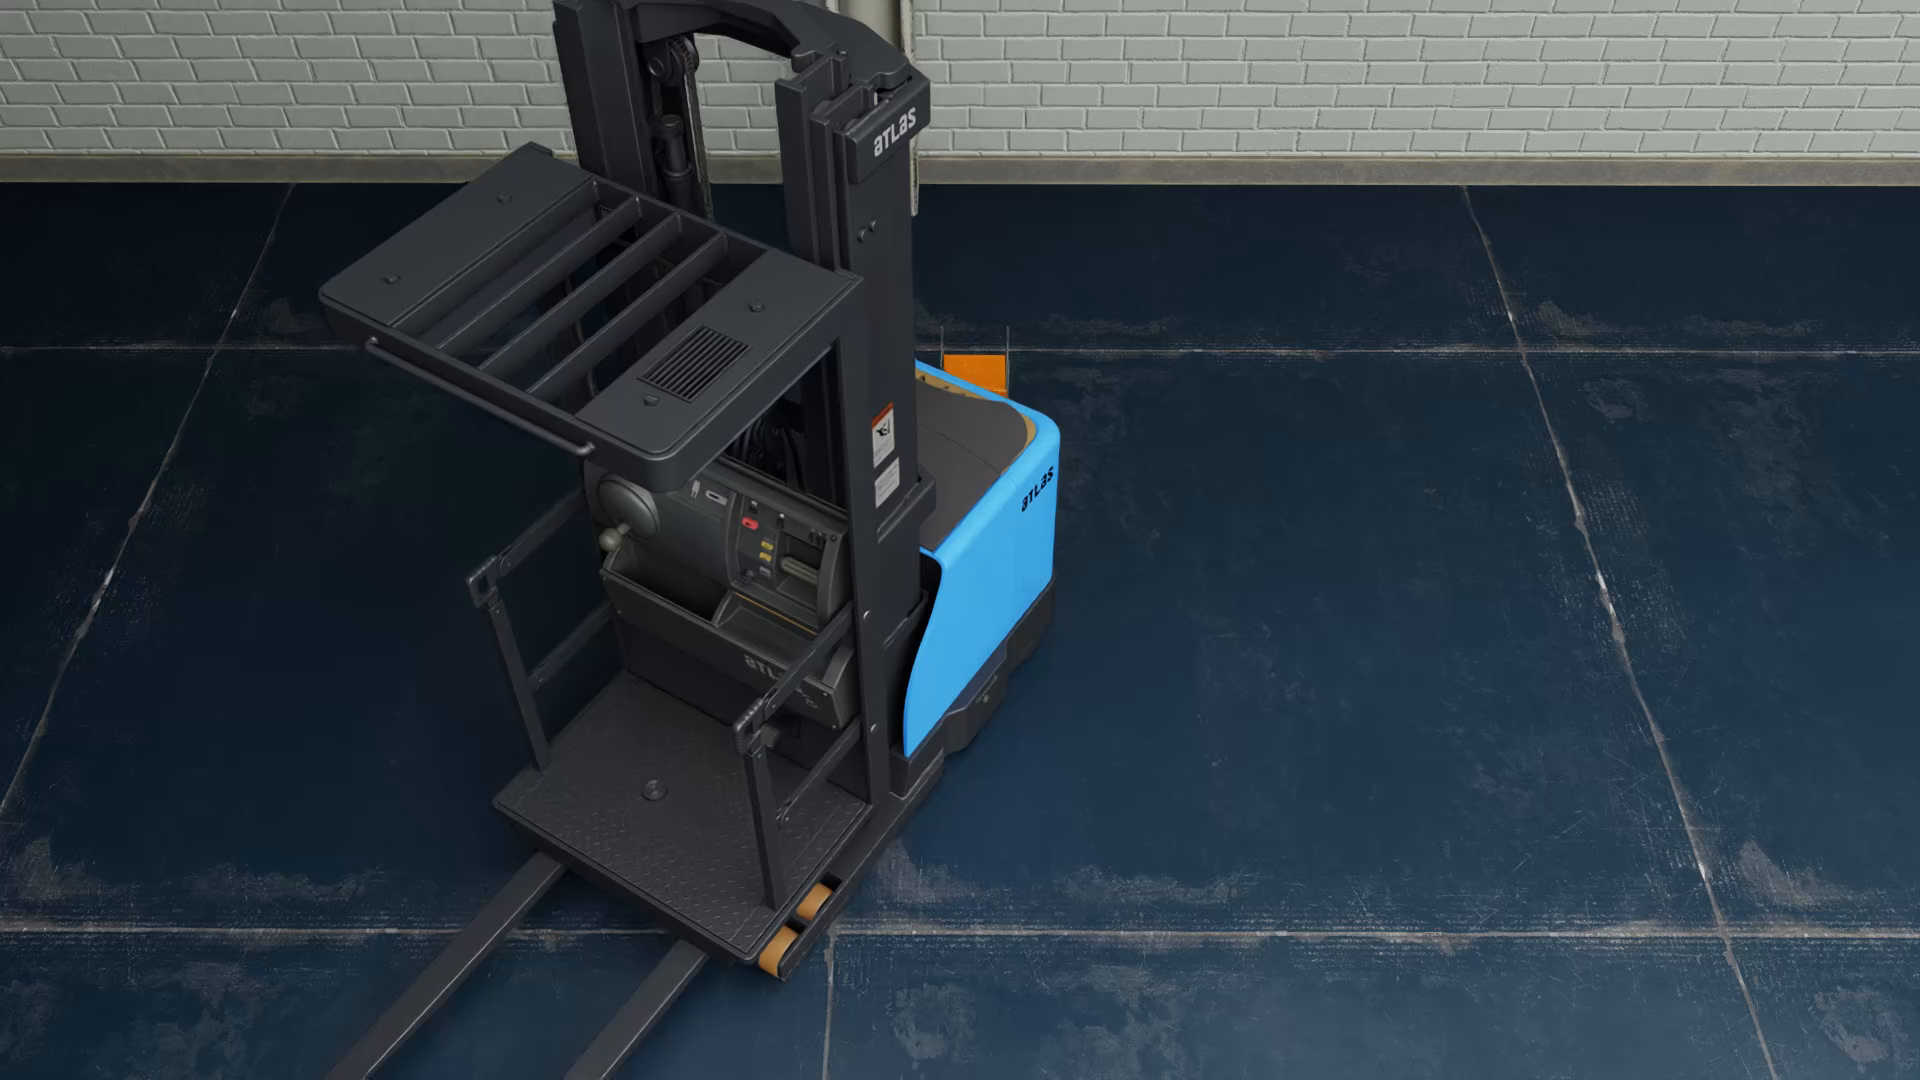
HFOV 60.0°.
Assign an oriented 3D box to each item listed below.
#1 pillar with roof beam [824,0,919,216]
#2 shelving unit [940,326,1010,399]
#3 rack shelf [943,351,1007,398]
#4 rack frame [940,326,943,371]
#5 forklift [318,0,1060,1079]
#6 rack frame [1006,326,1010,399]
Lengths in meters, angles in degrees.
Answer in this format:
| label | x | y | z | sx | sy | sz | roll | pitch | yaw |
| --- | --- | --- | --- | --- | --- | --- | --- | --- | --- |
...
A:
| label | x | y | z | sx | sy | sz | roll | pitch | yaw |
| --- | --- | --- | --- | --- | --- | --- | --- | --- | --- |
| pillar with roof beam | -0.428 | -1.656 | 2.225 | 0.400 | 9.000 | 9.100 | 0 | 47 | 0 |
| shelving unit | 0.054 | -0.359 | 6.447 | 0.252 | 1.050 | 0.215 | 0 | 47 | 0 |
| rack shelf | 0.054 | -0.545 | 6.247 | 0.240 | 0.259 | 0.215 | 0 | 47 | 0 |
| rack frame | -0.068 | -0.359 | 6.448 | 0.008 | 1.050 | 0.200 | 0 | 47 | 0 |
| forklift | -0.853 | 0.040 | 4.791 | 1.130 | 2.935 | 3.031 | 25 | 52 | 22 |
| rack frame | 0.176 | -0.358 | 6.446 | 0.008 | 1.050 | 0.200 | 0 | 47 | 0 |
